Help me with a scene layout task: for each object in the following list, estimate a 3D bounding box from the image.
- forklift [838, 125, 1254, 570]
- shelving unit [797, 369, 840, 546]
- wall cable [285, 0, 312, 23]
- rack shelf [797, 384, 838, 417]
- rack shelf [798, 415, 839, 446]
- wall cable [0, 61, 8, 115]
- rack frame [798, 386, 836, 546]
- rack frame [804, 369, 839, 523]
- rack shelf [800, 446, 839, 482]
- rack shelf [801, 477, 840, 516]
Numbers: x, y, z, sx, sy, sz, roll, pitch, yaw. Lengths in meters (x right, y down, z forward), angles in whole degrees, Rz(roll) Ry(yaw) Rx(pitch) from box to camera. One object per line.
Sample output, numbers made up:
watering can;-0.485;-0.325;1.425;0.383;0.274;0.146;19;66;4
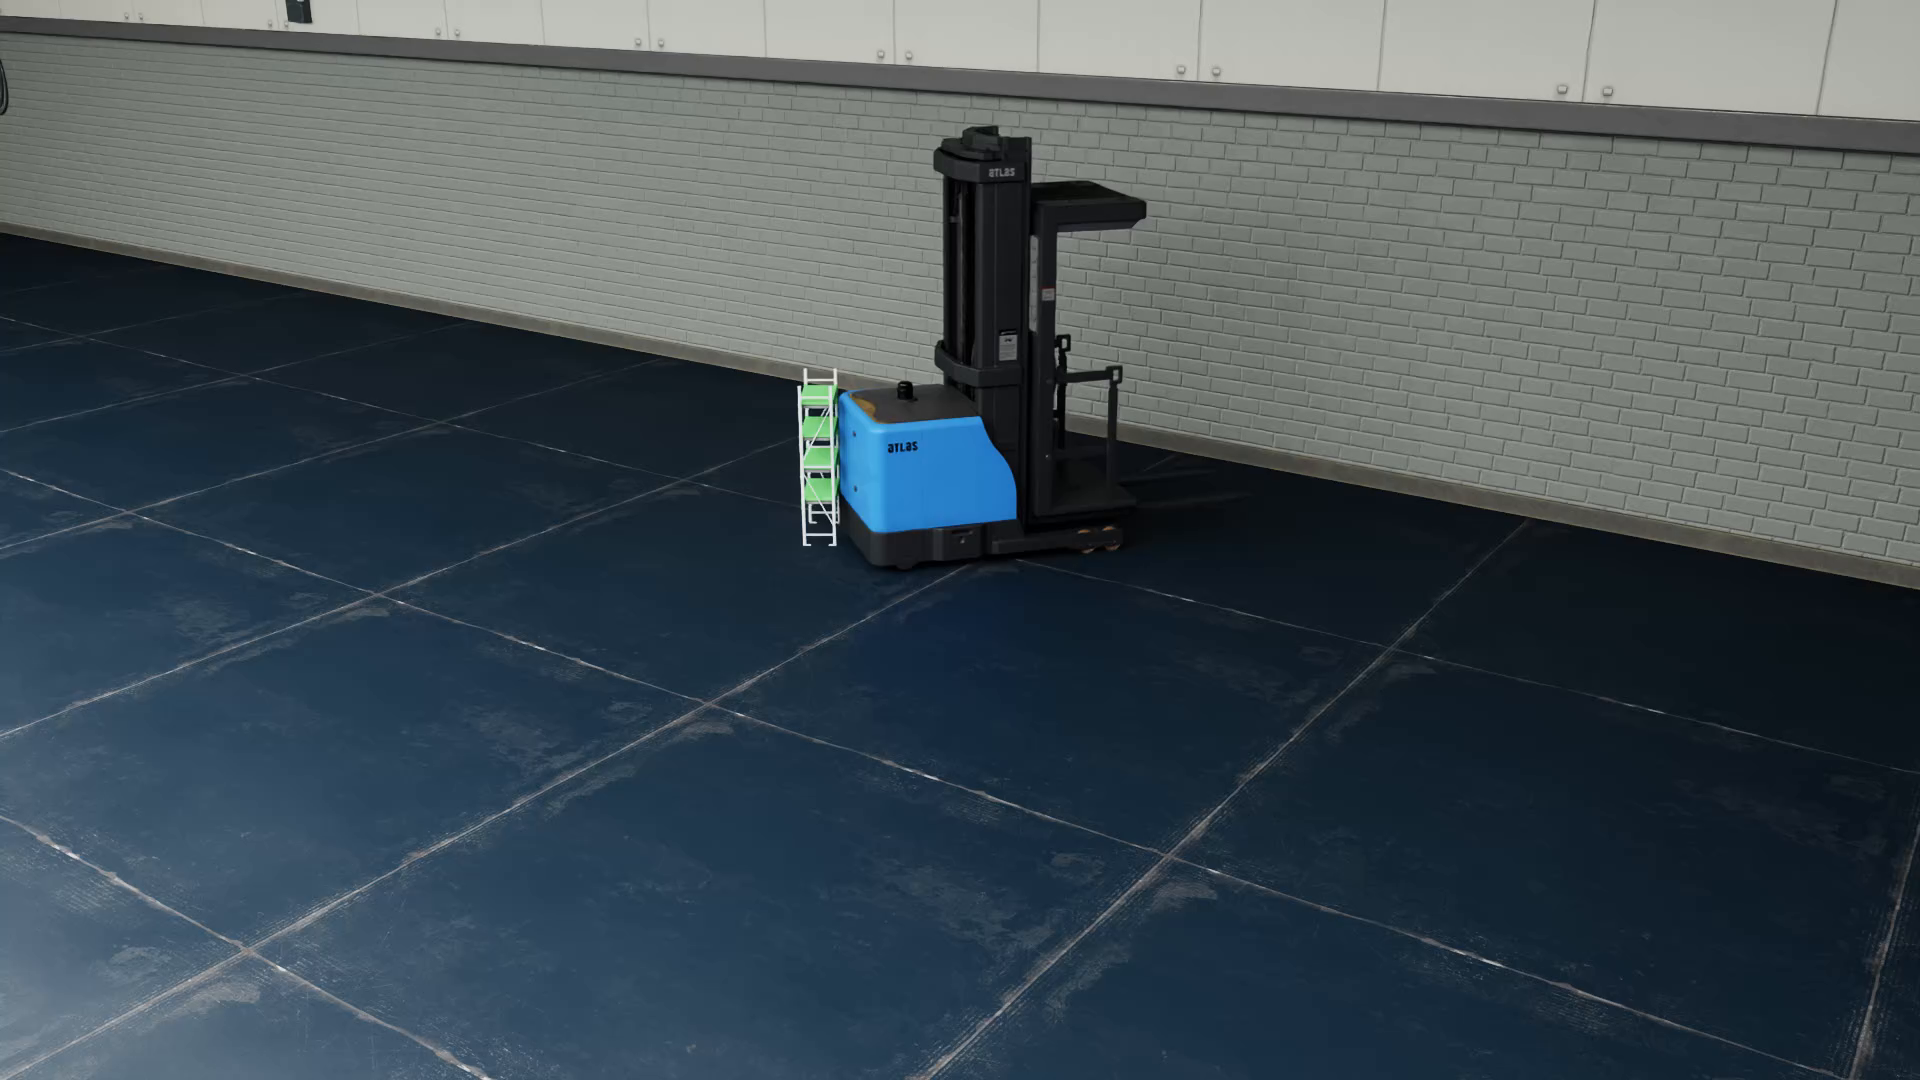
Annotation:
forklift;0.675;-1.451;11.961;3.031;2.935;1.130;-6;21;-17
shelving unit;-1.025;-0.608;12.180;0.258;1.200;0.503;0;20;0
wall cable;-6.822;-8.611;17.670;2.305;6.003;0.169;13;24;32
rack shelf;-1.026;-0.999;12.035;0.258;0.148;0.480;0;20;0
rack shelf;-1.026;-0.773;12.119;0.258;0.148;0.480;0;20;0
wall cable;-14.664;-7.415;23.816;3.097;2.526;0.112;13;24;32
rack frame;-1.025;-0.524;11.951;0.240;1.200;0.015;0;20;0
rack frame;-1.026;-0.693;12.409;0.240;1.200;0.015;0;20;0
rack shelf;-1.025;-0.548;12.202;0.258;0.148;0.480;0;20;0
rack shelf;-1.025;-0.323;12.285;0.258;0.148;0.480;0;20;0
